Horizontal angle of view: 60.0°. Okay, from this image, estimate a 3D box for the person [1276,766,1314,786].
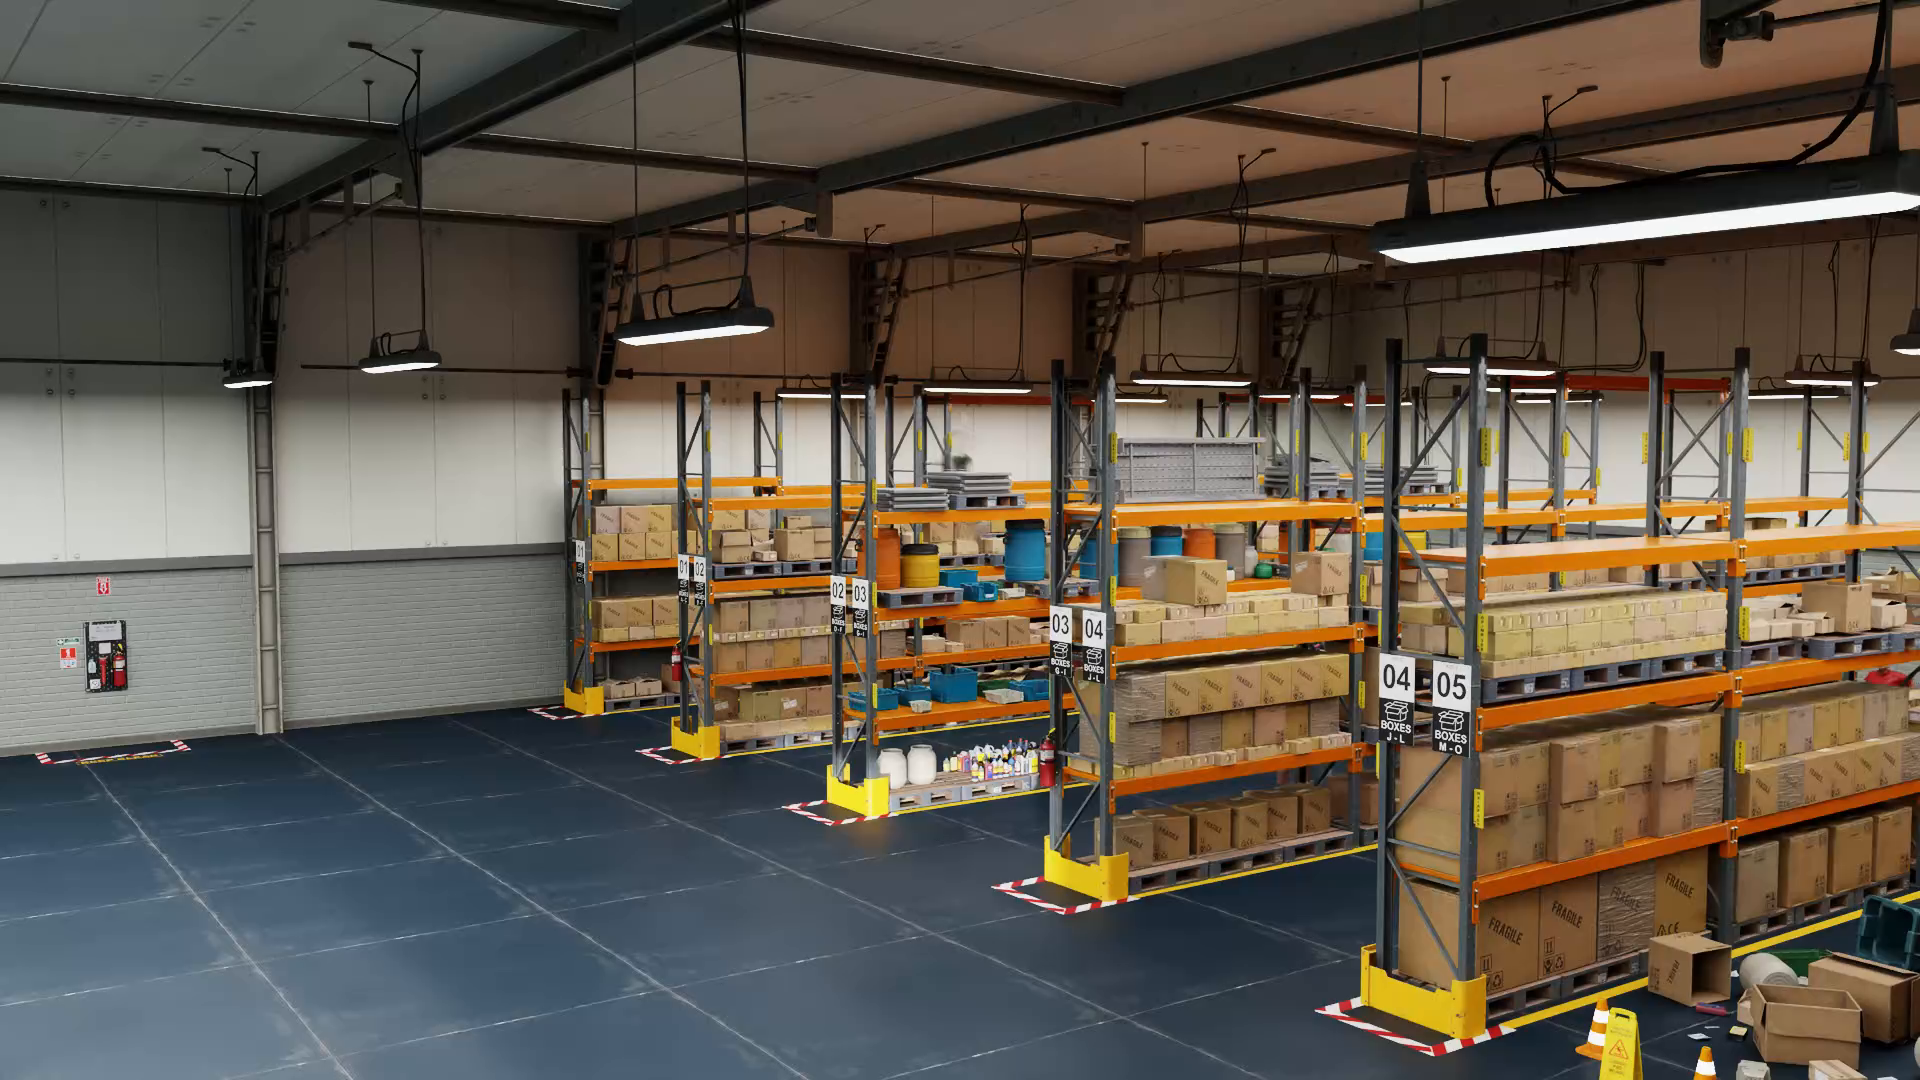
[{"bbox_3d":[4.825,2.796,23.915,0.726,1.713,0.581,-3,5,-39],"label":"person"}]

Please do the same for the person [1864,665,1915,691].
[{"bbox_3d":[14.265,2.667,25.681,0.720,1.775,0.644,-2,4,-29],"label":"person"}]
